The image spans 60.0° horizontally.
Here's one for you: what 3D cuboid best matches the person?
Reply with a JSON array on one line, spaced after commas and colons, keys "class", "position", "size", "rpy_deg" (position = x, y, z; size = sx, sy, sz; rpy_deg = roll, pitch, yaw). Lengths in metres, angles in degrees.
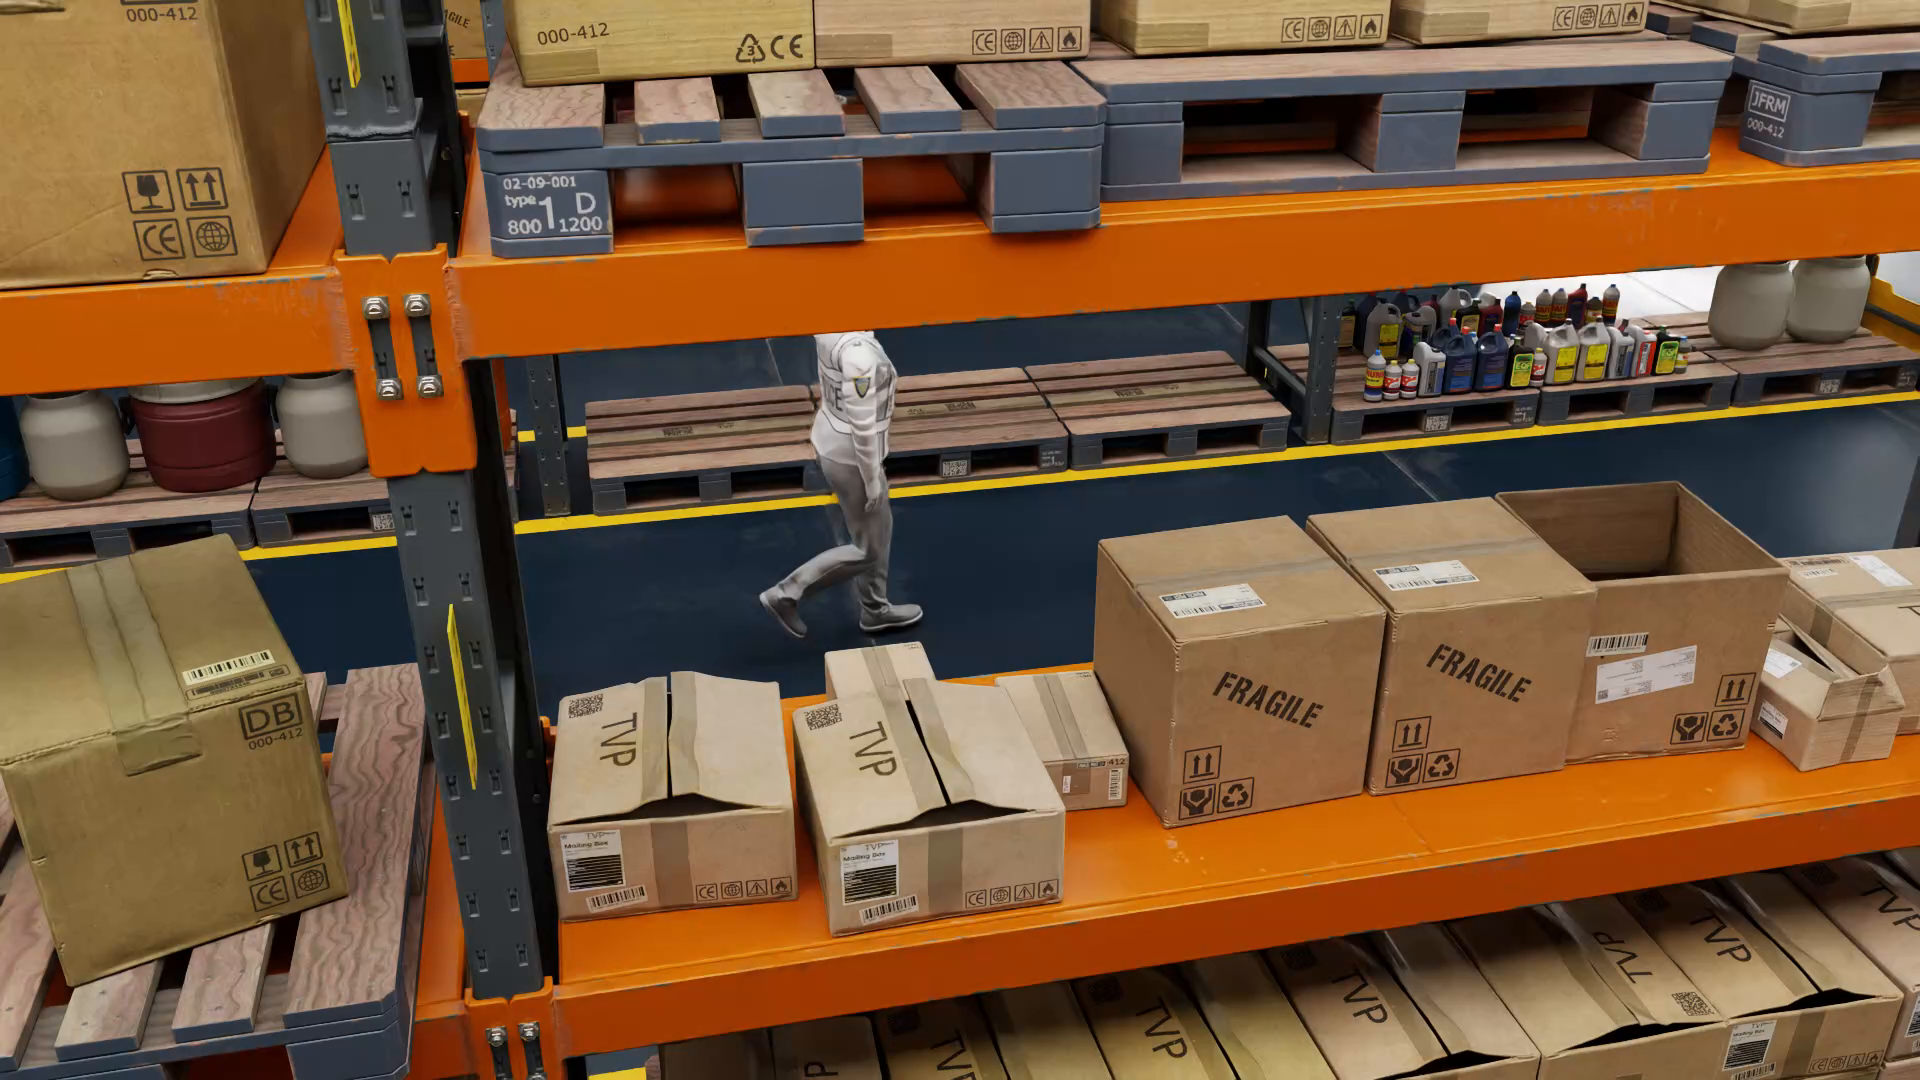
[{"class": "person", "position": [-0.492, -0.329, 6.704], "size": [0.732, 1.662, 0.495], "rpy_deg": [-9, 28, -16]}]
